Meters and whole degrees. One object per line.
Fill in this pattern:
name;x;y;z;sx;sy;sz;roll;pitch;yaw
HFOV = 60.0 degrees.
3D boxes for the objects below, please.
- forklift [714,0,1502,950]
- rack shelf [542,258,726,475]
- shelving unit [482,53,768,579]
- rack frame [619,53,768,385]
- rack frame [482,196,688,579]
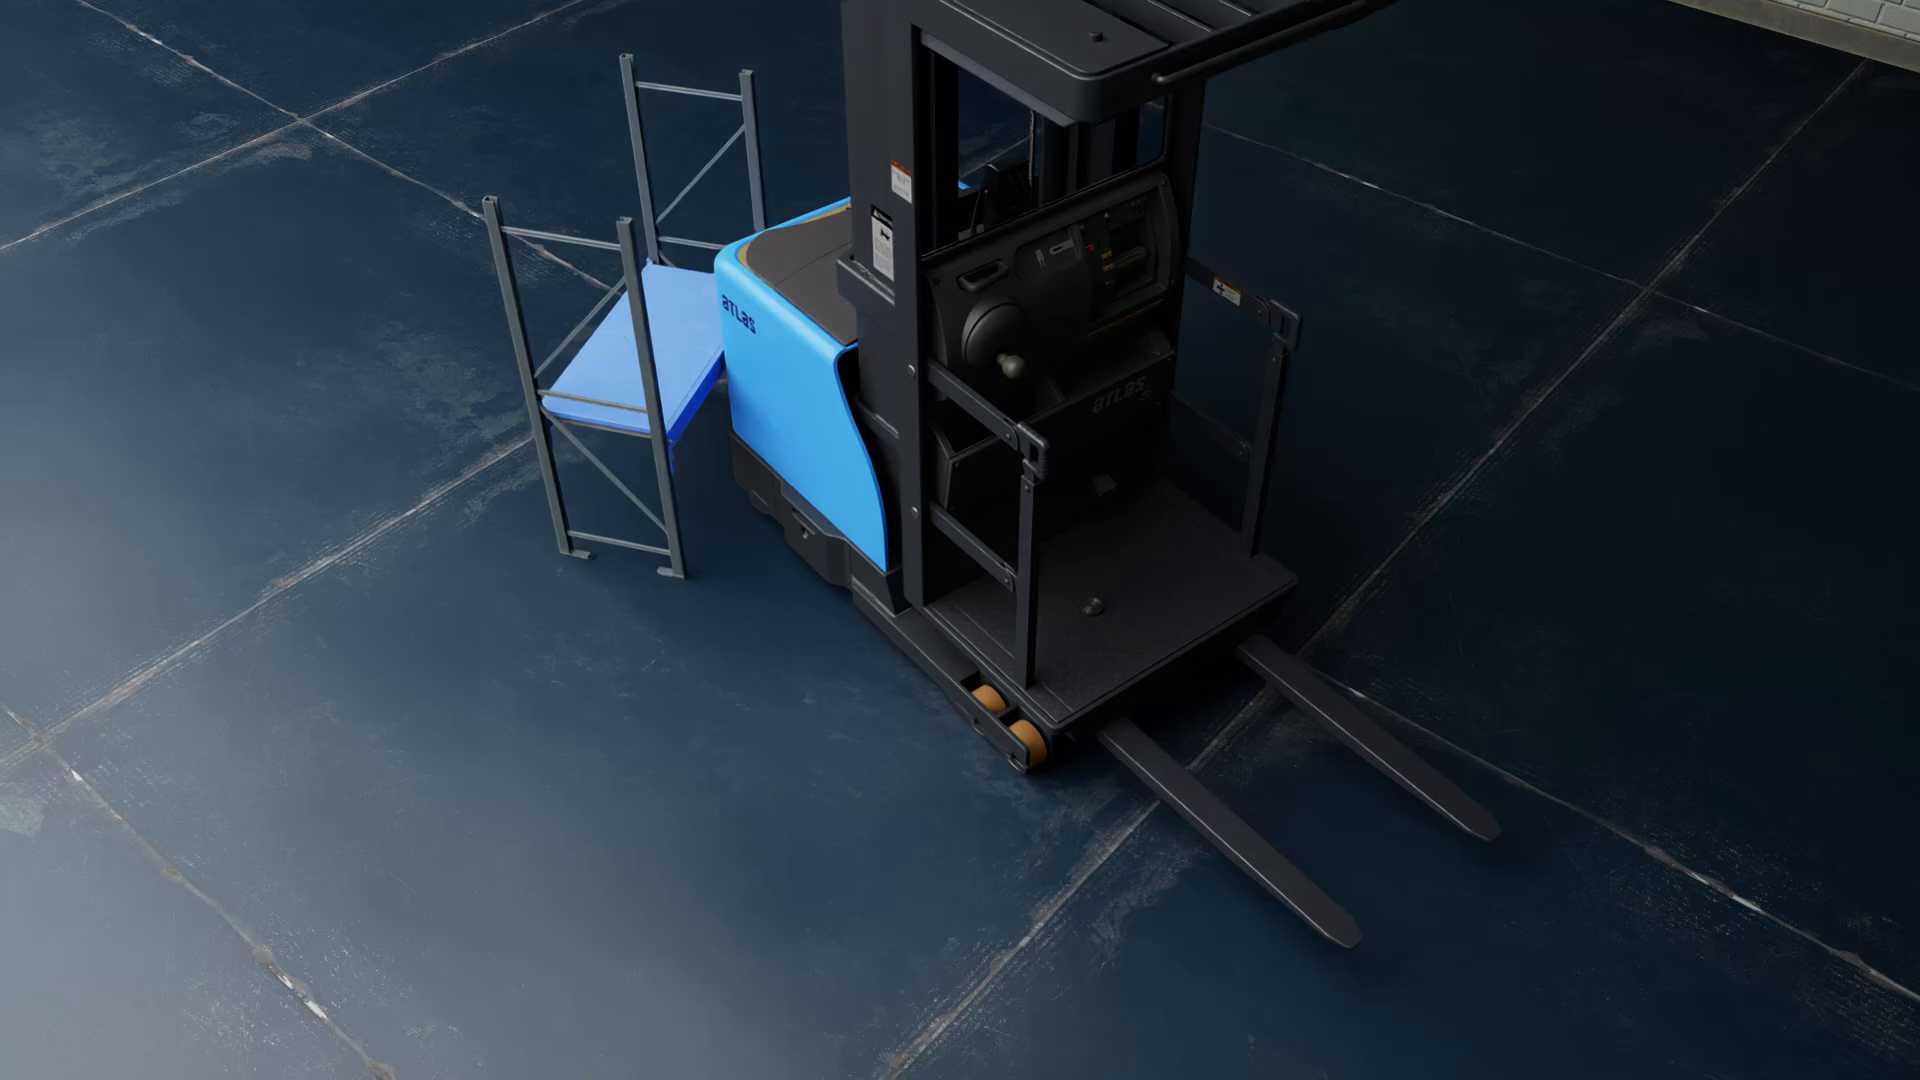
forklift;0.428;-0.714;4.857;1.130;2.935;3.031;-28;49;-27
rack shelf;-1.106;-0.663;6.131;0.538;0.185;1.000;11;43;12
shelving unit;-1.106;-0.796;6.010;0.538;1.500;1.048;11;43;12
rack frame;-0.966;-1.125;6.372;0.500;1.500;0.032;11;43;12
rack frame;-1.246;-0.468;5.649;0.500;1.500;0.032;11;43;12
